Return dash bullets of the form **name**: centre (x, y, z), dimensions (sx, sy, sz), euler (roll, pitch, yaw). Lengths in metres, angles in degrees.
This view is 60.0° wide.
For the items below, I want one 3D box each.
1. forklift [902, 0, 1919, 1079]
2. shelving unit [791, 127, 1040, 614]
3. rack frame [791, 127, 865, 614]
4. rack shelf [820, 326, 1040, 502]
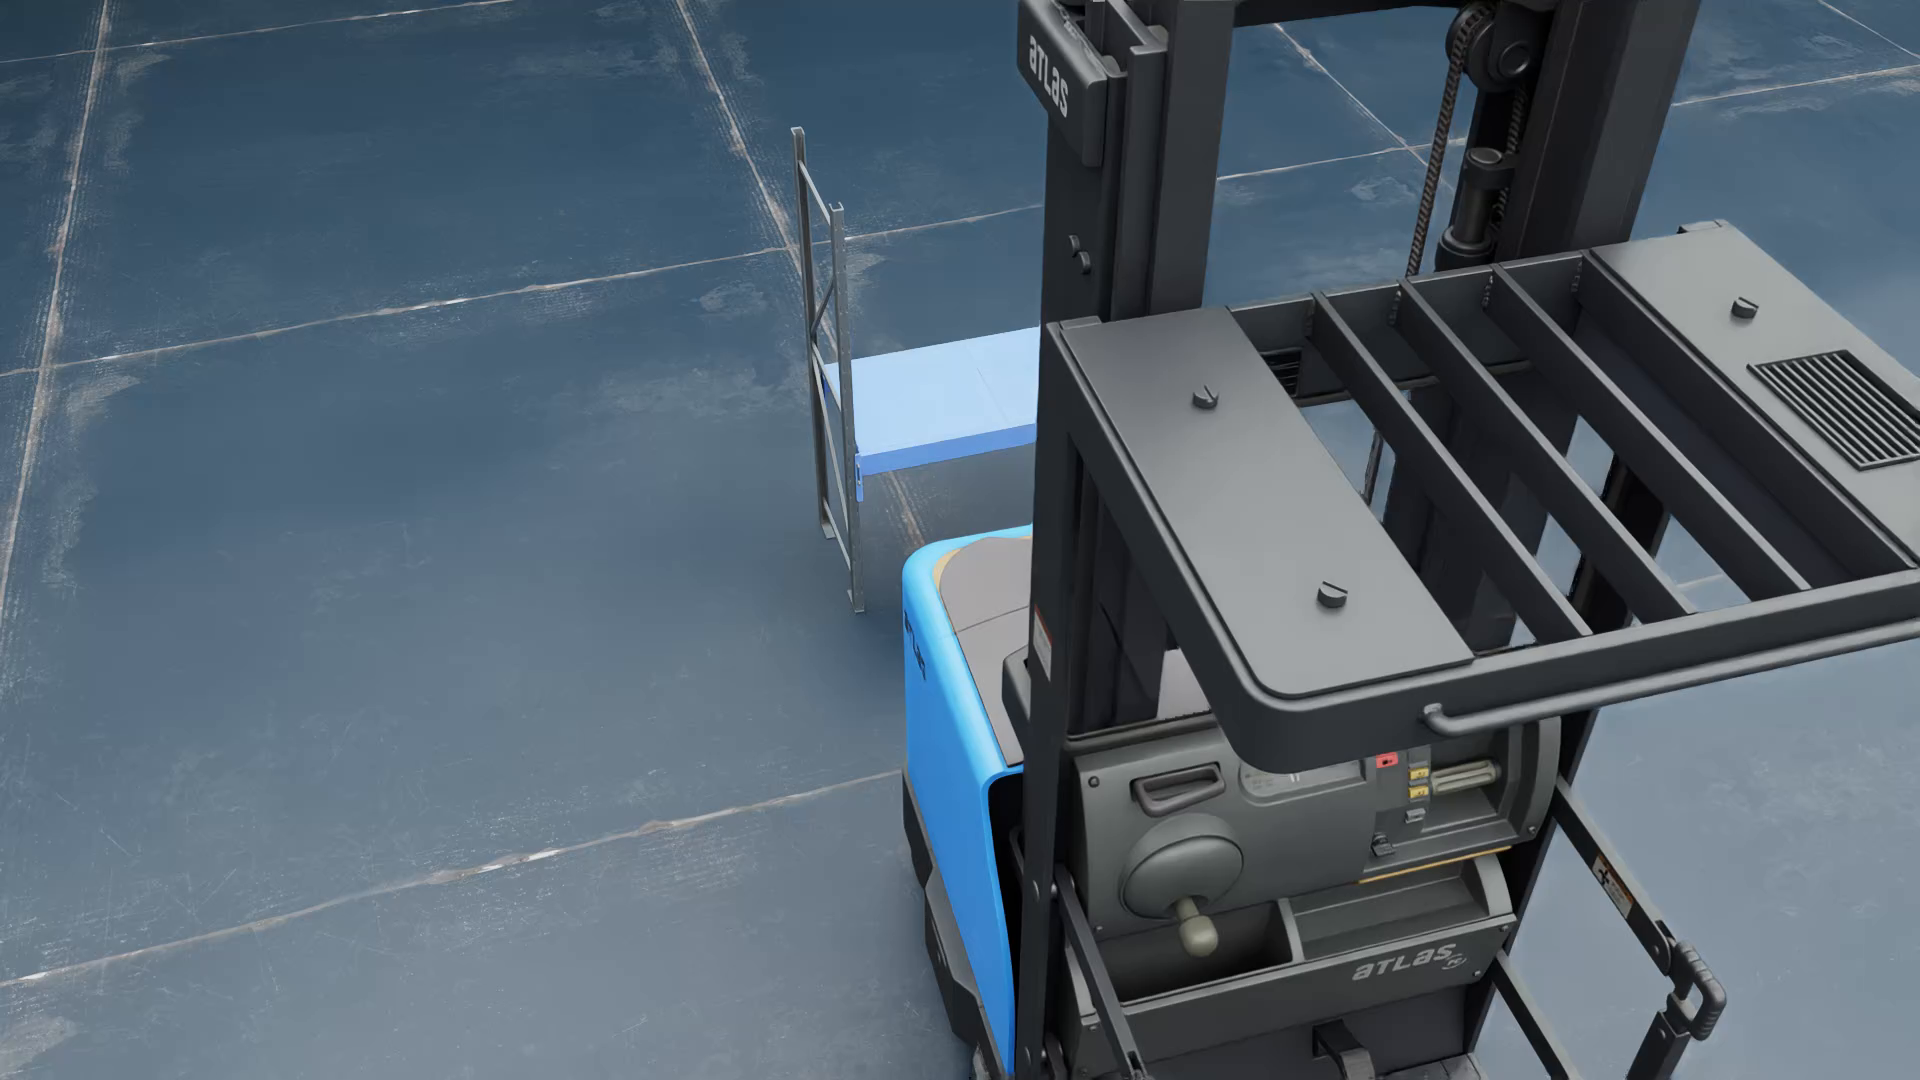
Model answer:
- **forklift**: centre (0.721, 0.572, 2.868), dimensions (1.130, 2.935, 3.031), euler (-10, 42, -11)
- **shelving unit**: centre (0.081, -0.582, 5.276), dimensions (1.048, 1.500, 0.538), euler (-12, 42, -13)
- **rack frame**: centre (-0.404, -0.481, 5.161), dimensions (0.032, 1.500, 0.500), euler (-12, 42, -13)
- **rack shelf**: centre (0.081, -0.446, 5.394), dimensions (1.000, 0.185, 0.538), euler (-12, 42, -13)
